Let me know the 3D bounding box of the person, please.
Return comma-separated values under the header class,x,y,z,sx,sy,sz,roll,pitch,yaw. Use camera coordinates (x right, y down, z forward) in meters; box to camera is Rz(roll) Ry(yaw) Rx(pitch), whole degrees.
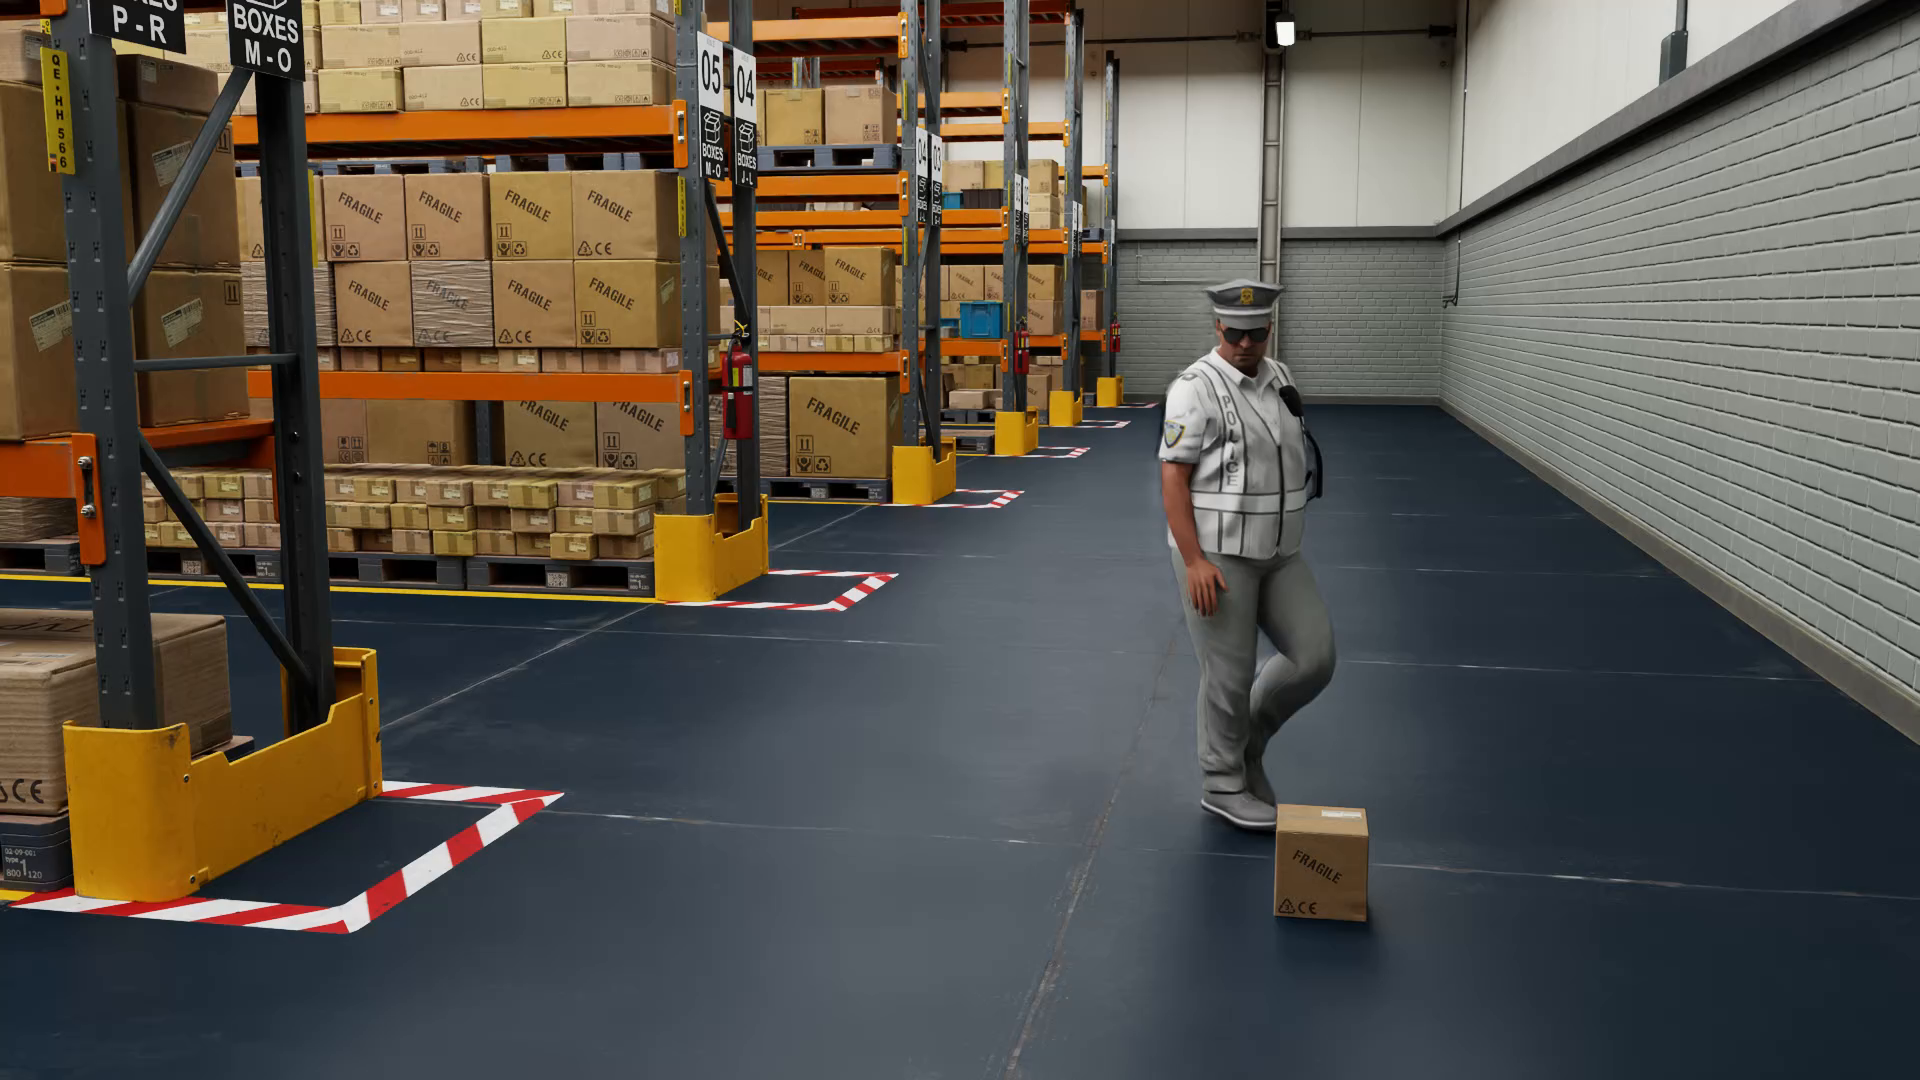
class,x,y,z,sx,sy,sz,roll,pitch,yaw
person,0.908,0.060,5.318,0.599,1.762,0.464,-6,10,-35
